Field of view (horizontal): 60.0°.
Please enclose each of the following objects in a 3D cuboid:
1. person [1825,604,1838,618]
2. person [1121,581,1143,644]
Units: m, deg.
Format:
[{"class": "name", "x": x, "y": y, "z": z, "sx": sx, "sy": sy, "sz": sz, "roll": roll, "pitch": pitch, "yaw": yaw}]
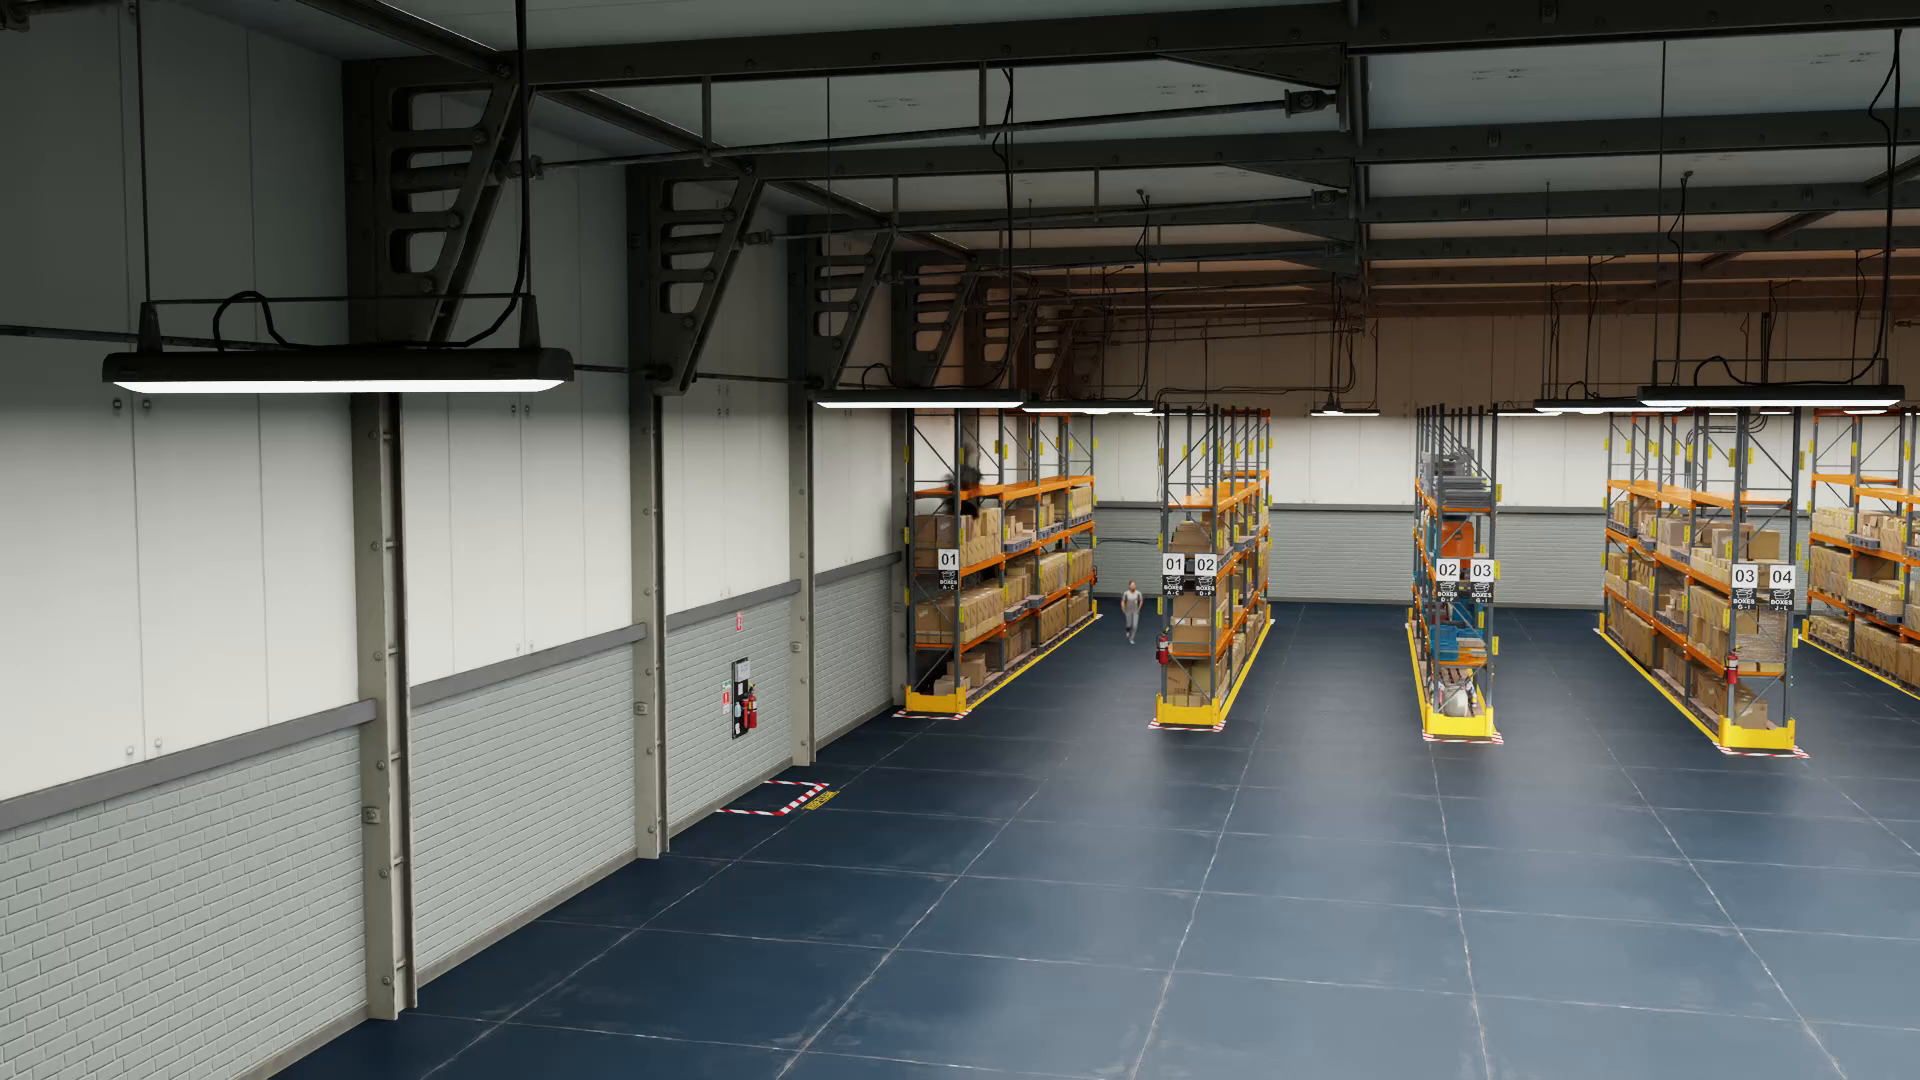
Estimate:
[{"class": "person", "x": 23.284, "y": 1.640, "z": 44.220, "sx": 0.626, "sy": 1.745, "sz": 0.714, "roll": 1, "pitch": 4, "yaw": 13}, {"class": "person", "x": 4.388, "y": 1.835, "z": 42.410, "sx": 0.549, "sy": 1.617, "sz": 0.603, "roll": 0, "pitch": 4, "yaw": 1}]
